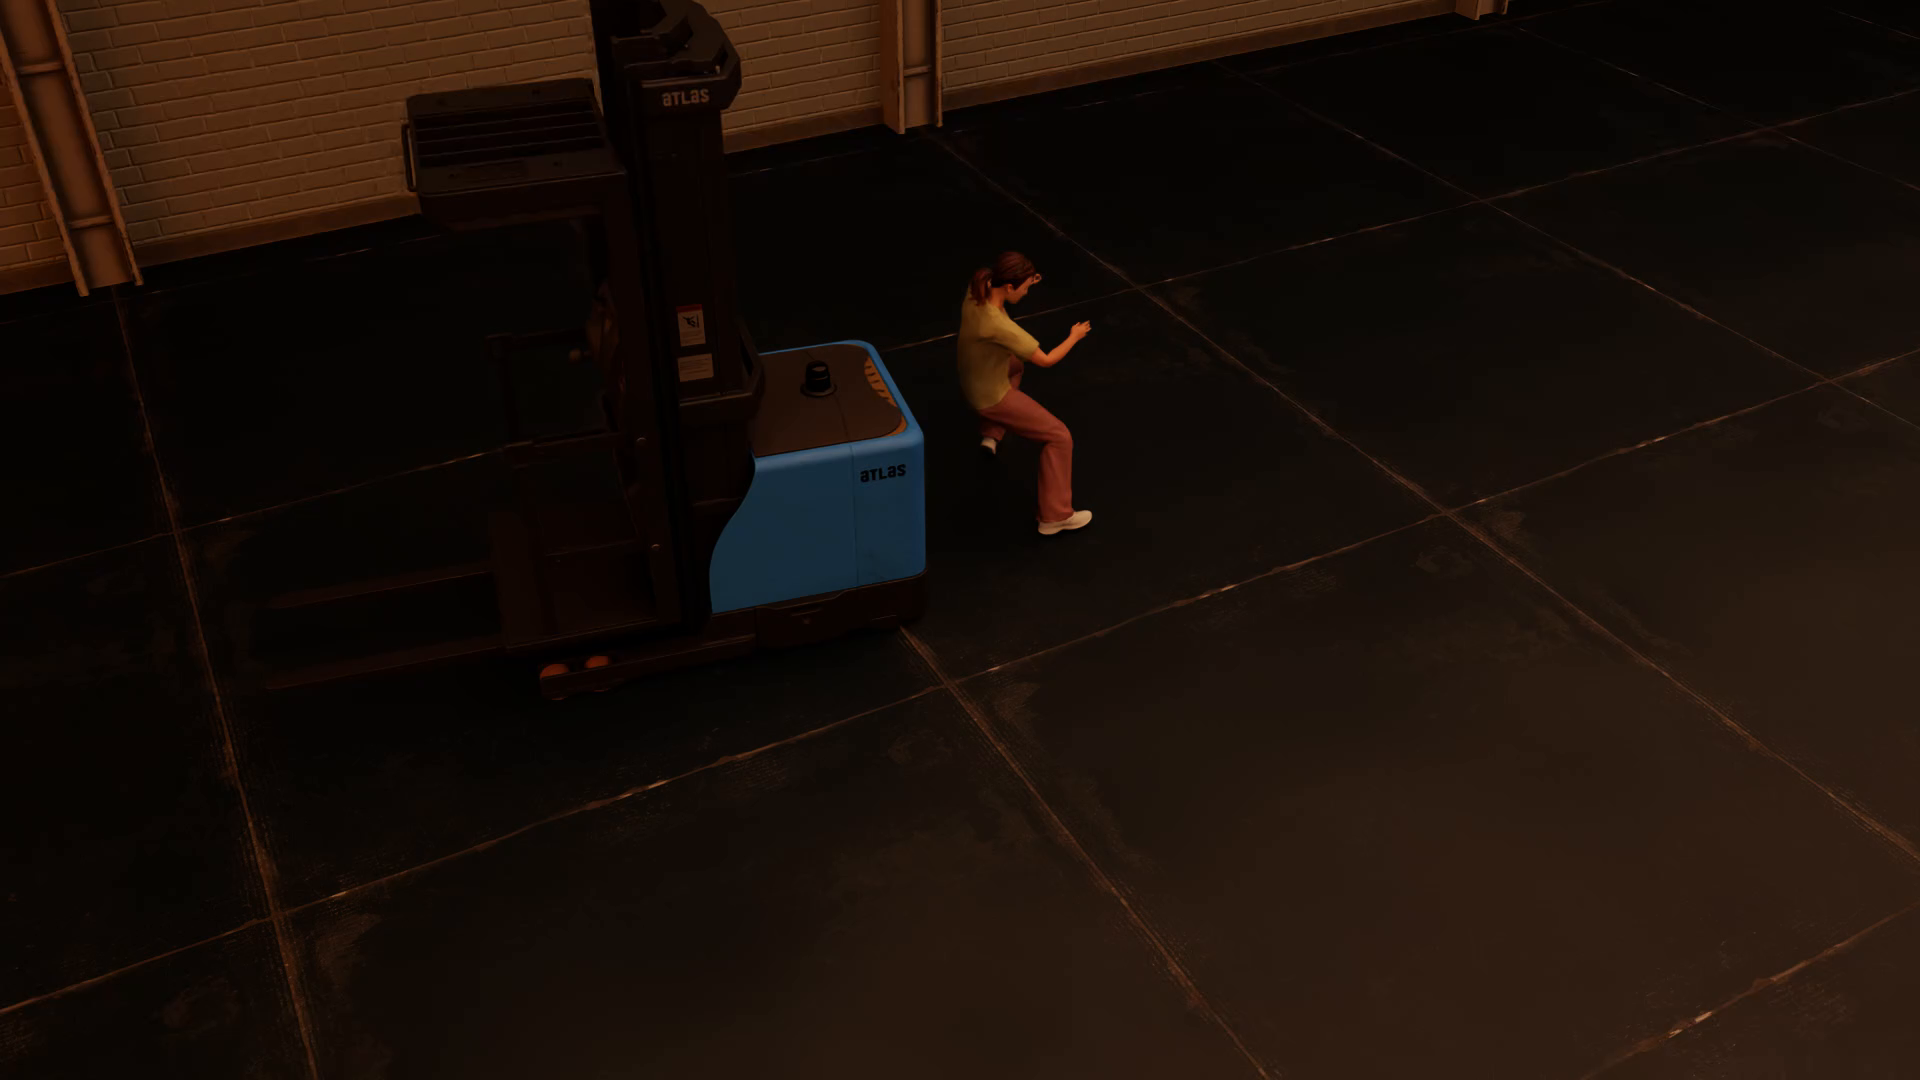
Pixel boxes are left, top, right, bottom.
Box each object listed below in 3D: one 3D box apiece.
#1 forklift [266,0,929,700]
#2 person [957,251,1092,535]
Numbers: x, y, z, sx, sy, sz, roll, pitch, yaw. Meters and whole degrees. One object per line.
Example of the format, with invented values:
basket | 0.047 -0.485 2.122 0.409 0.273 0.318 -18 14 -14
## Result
forklift | -1.724 -0.805 7.262 3.031 2.935 1.130 -10 37 -14
person | 0.330 -0.860 8.637 0.669 1.430 0.958 -10 37 -14
